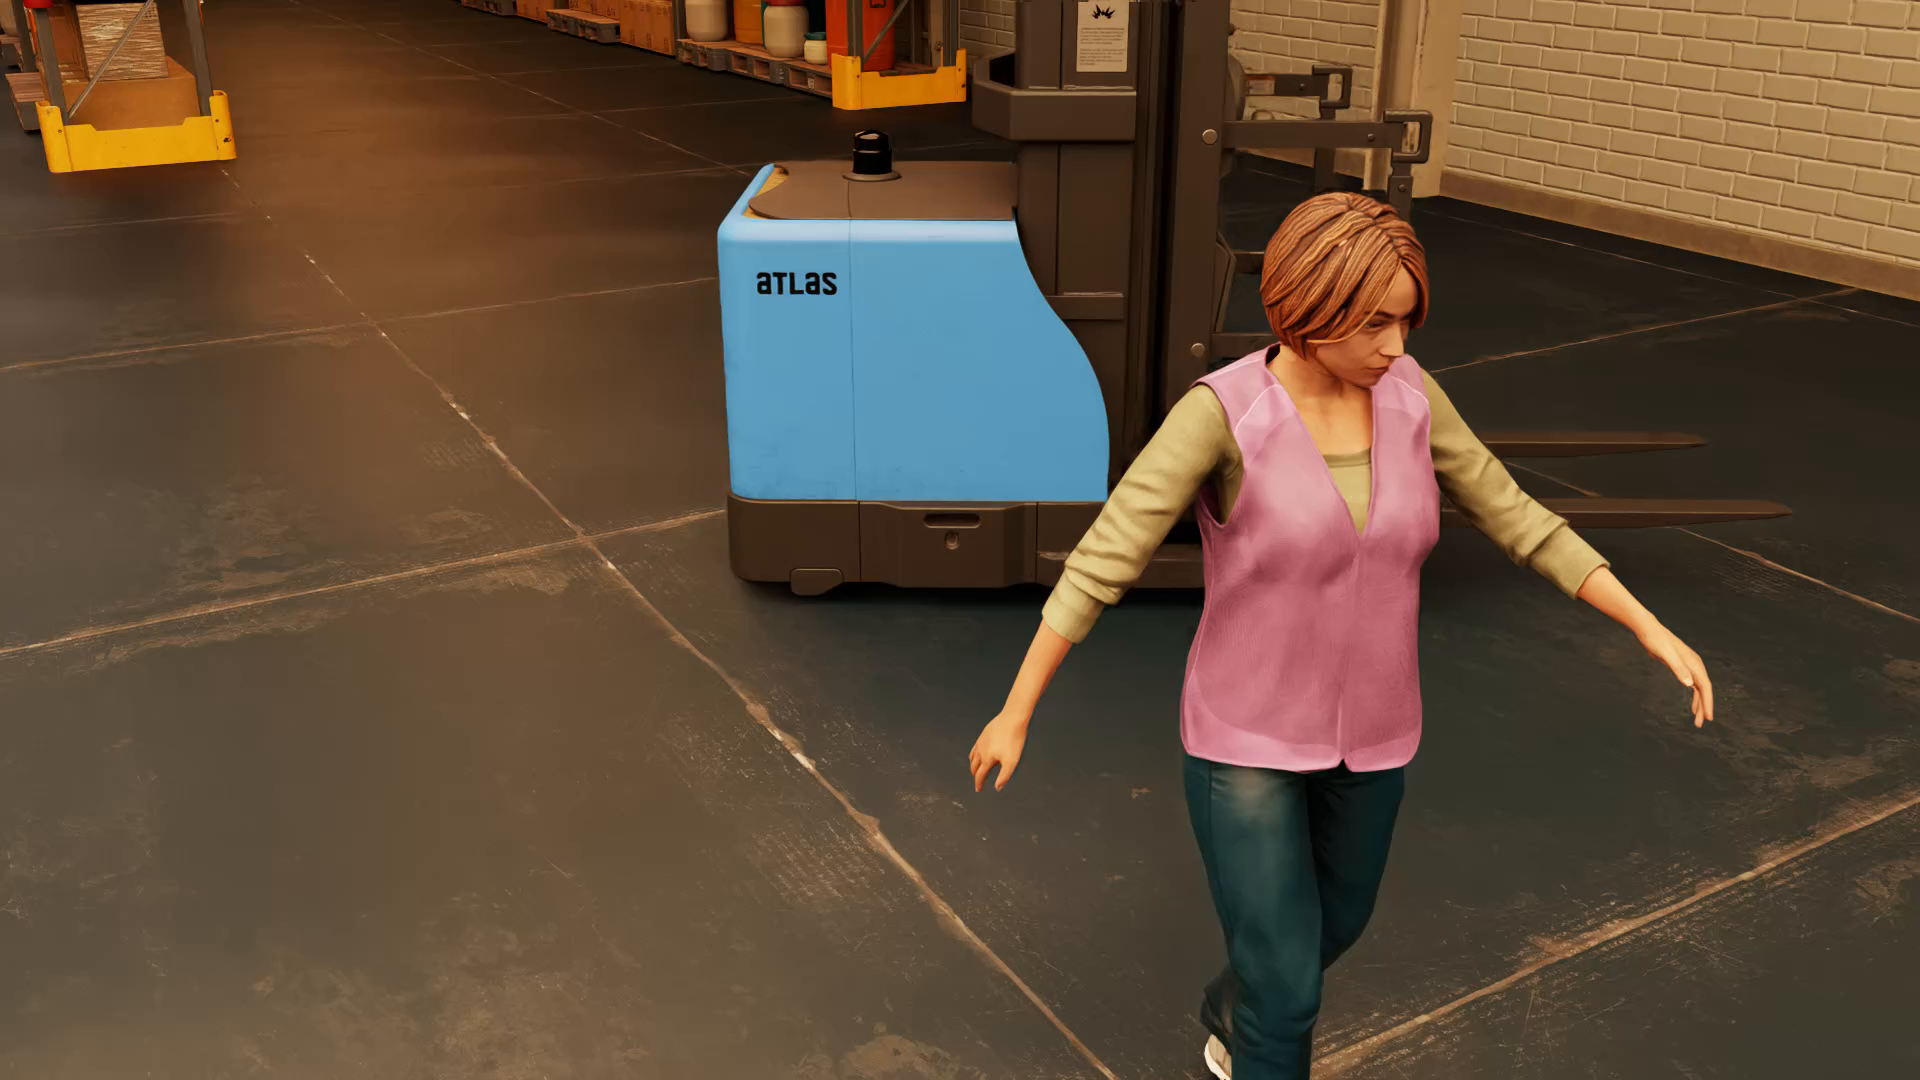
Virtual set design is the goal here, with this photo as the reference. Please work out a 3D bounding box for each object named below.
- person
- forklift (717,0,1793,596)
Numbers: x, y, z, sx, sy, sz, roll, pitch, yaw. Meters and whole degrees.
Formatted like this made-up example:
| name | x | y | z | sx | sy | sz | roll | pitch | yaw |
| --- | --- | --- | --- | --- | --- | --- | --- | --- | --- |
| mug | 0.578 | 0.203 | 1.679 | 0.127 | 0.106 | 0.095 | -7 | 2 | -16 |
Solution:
| name | x | y | z | sx | sy | sz | roll | pitch | yaw |
| --- | --- | --- | --- | --- | --- | --- | --- | --- | --- |
| person | 0.465 | 0.322 | 2.323 | 0.834 | 1.575 | 0.681 | -8 | 24 | -18 |
| forklift | 0.866 | -1.363 | 4.595 | 3.031 | 2.935 | 1.130 | 0 | 22 | 1 |
